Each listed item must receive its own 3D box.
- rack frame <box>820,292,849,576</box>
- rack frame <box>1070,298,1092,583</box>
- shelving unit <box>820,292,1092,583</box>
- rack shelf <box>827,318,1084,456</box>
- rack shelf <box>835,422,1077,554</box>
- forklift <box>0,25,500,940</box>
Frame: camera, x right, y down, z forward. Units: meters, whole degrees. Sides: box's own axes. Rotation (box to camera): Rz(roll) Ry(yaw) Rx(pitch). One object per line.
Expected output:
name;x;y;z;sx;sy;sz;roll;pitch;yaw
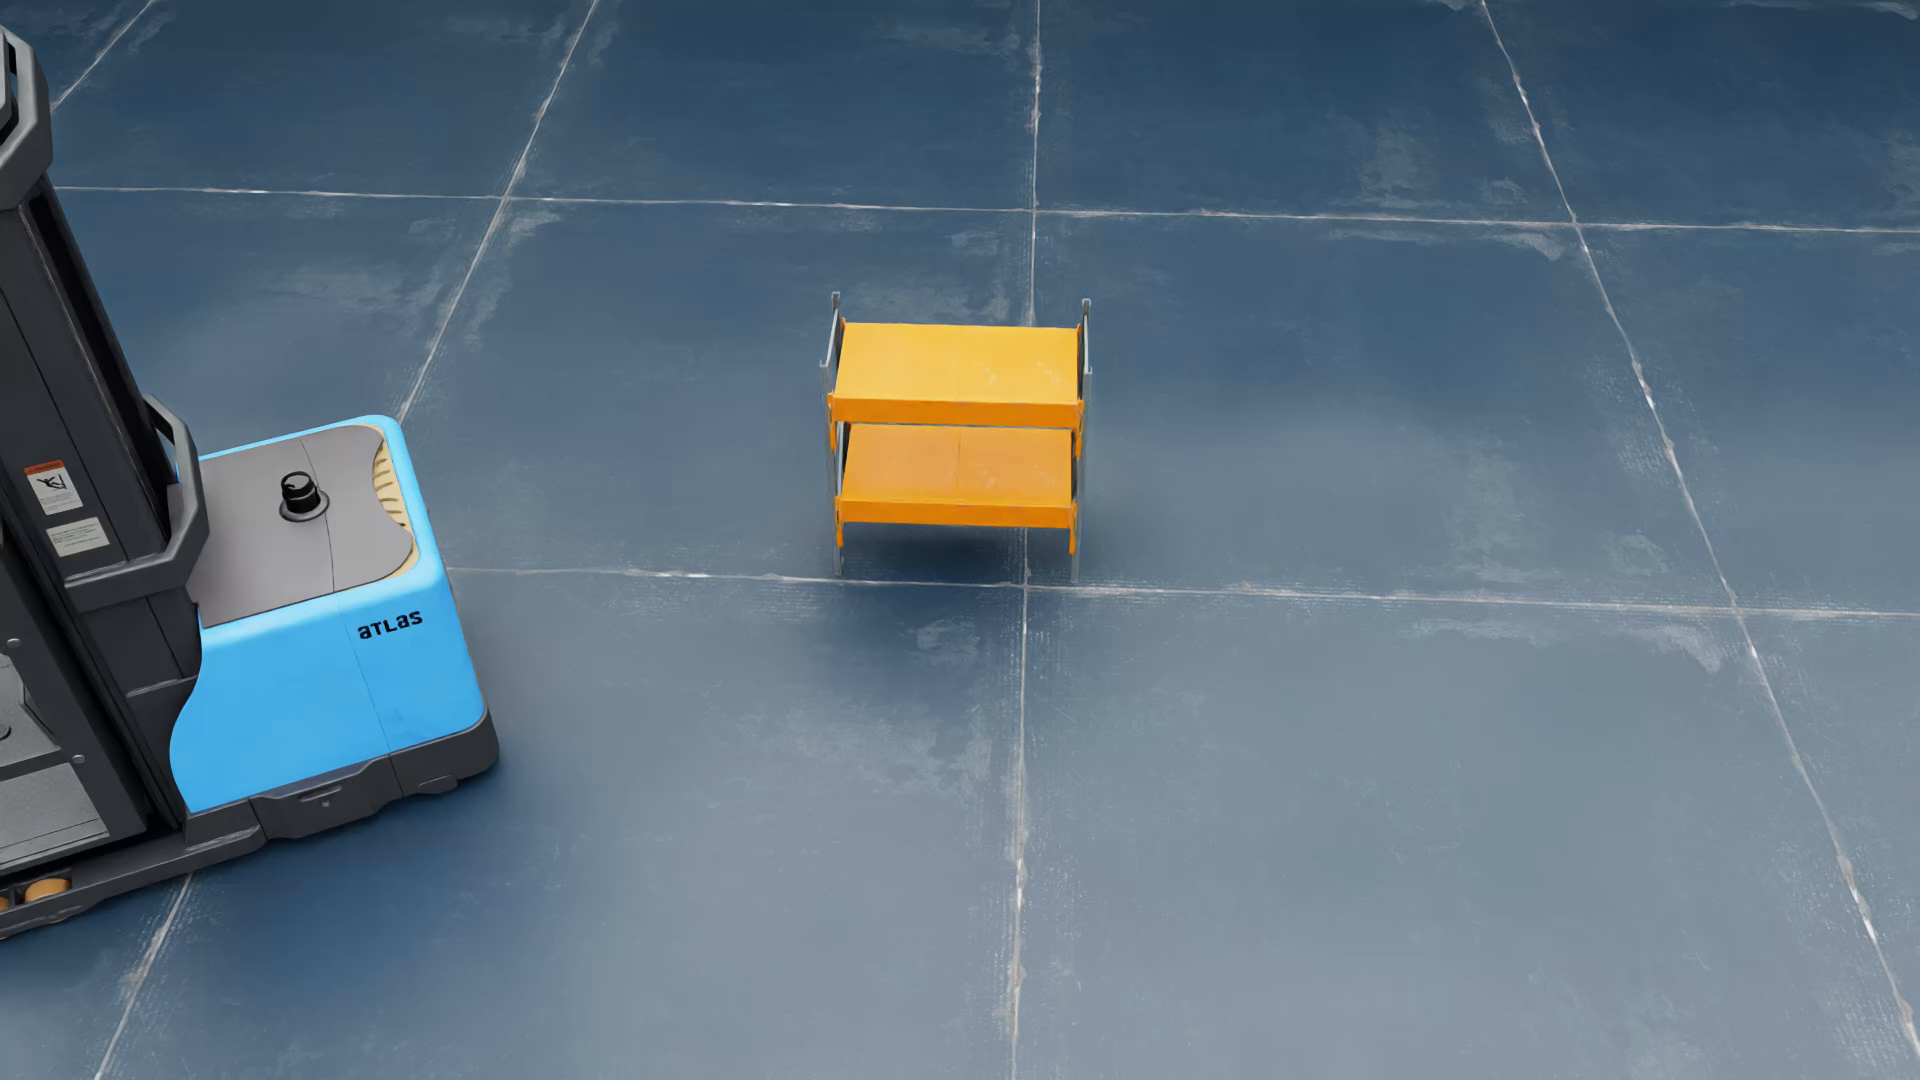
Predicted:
rack frame;-0.515;-0.427;6.969;0.032;1.125;0.500;2;43;2
rack frame;0.501;-0.396;6.935;0.032;1.125;0.500;2;43;2
shelving unit;-0.007;-0.412;6.952;1.048;1.125;0.538;2;43;2
rack shelf;-0.007;-0.626;6.753;1.000;0.278;0.538;2;43;2
rack shelf;-0.007;-0.233;7.119;1.000;0.278;0.538;2;43;2
forklift;-3.324;-0.077;5.268;3.031;2.935;1.130;-17;45;-17
